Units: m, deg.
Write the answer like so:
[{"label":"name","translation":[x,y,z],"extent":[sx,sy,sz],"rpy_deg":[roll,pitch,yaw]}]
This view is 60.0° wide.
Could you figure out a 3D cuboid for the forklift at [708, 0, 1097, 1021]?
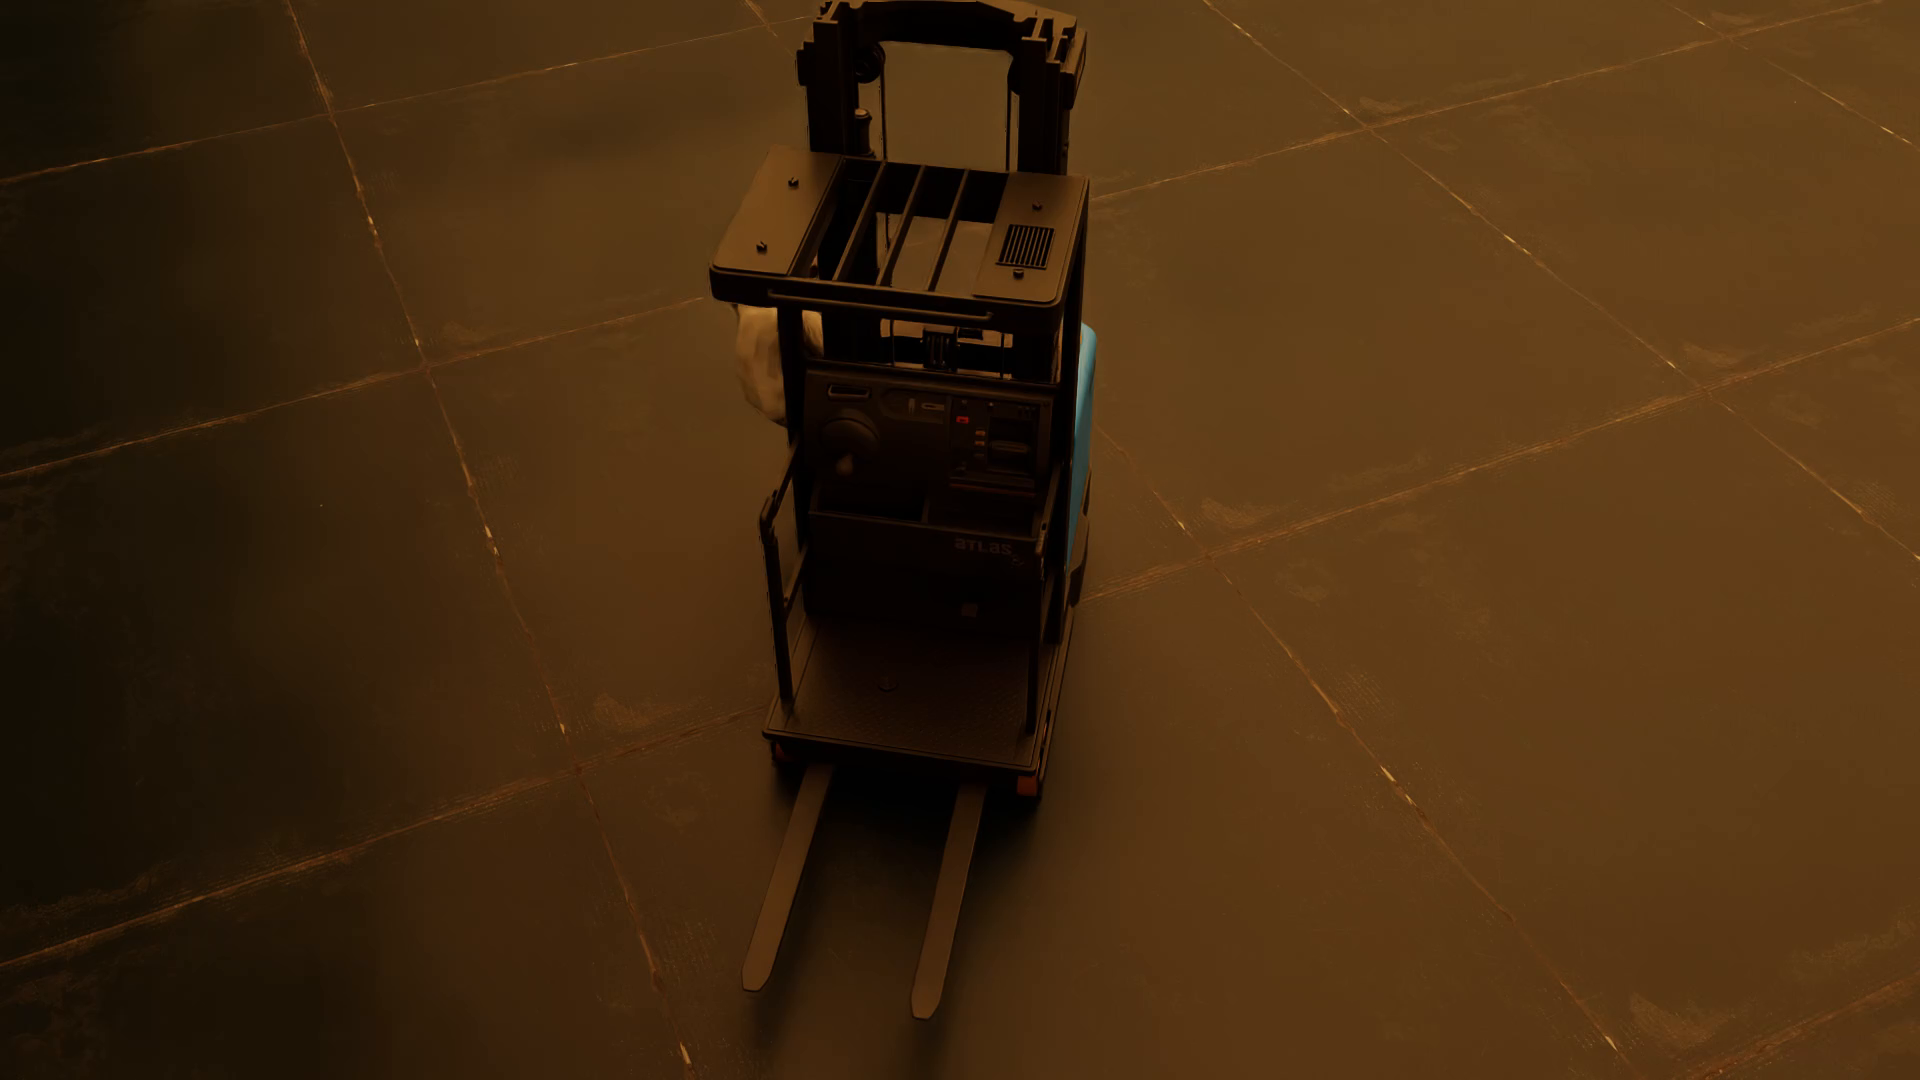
[{"label":"forklift","translation":[-0.160,-0.311,6.013],"extent":[1.130,2.935,3.031],"rpy_deg":[7,43,8]}]

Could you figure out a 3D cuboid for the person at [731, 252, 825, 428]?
[{"label":"person","translation":[-0.569,-0.854,7.643],"extent":[0.921,1.508,0.787],"rpy_deg":[-24,48,-24]}]
